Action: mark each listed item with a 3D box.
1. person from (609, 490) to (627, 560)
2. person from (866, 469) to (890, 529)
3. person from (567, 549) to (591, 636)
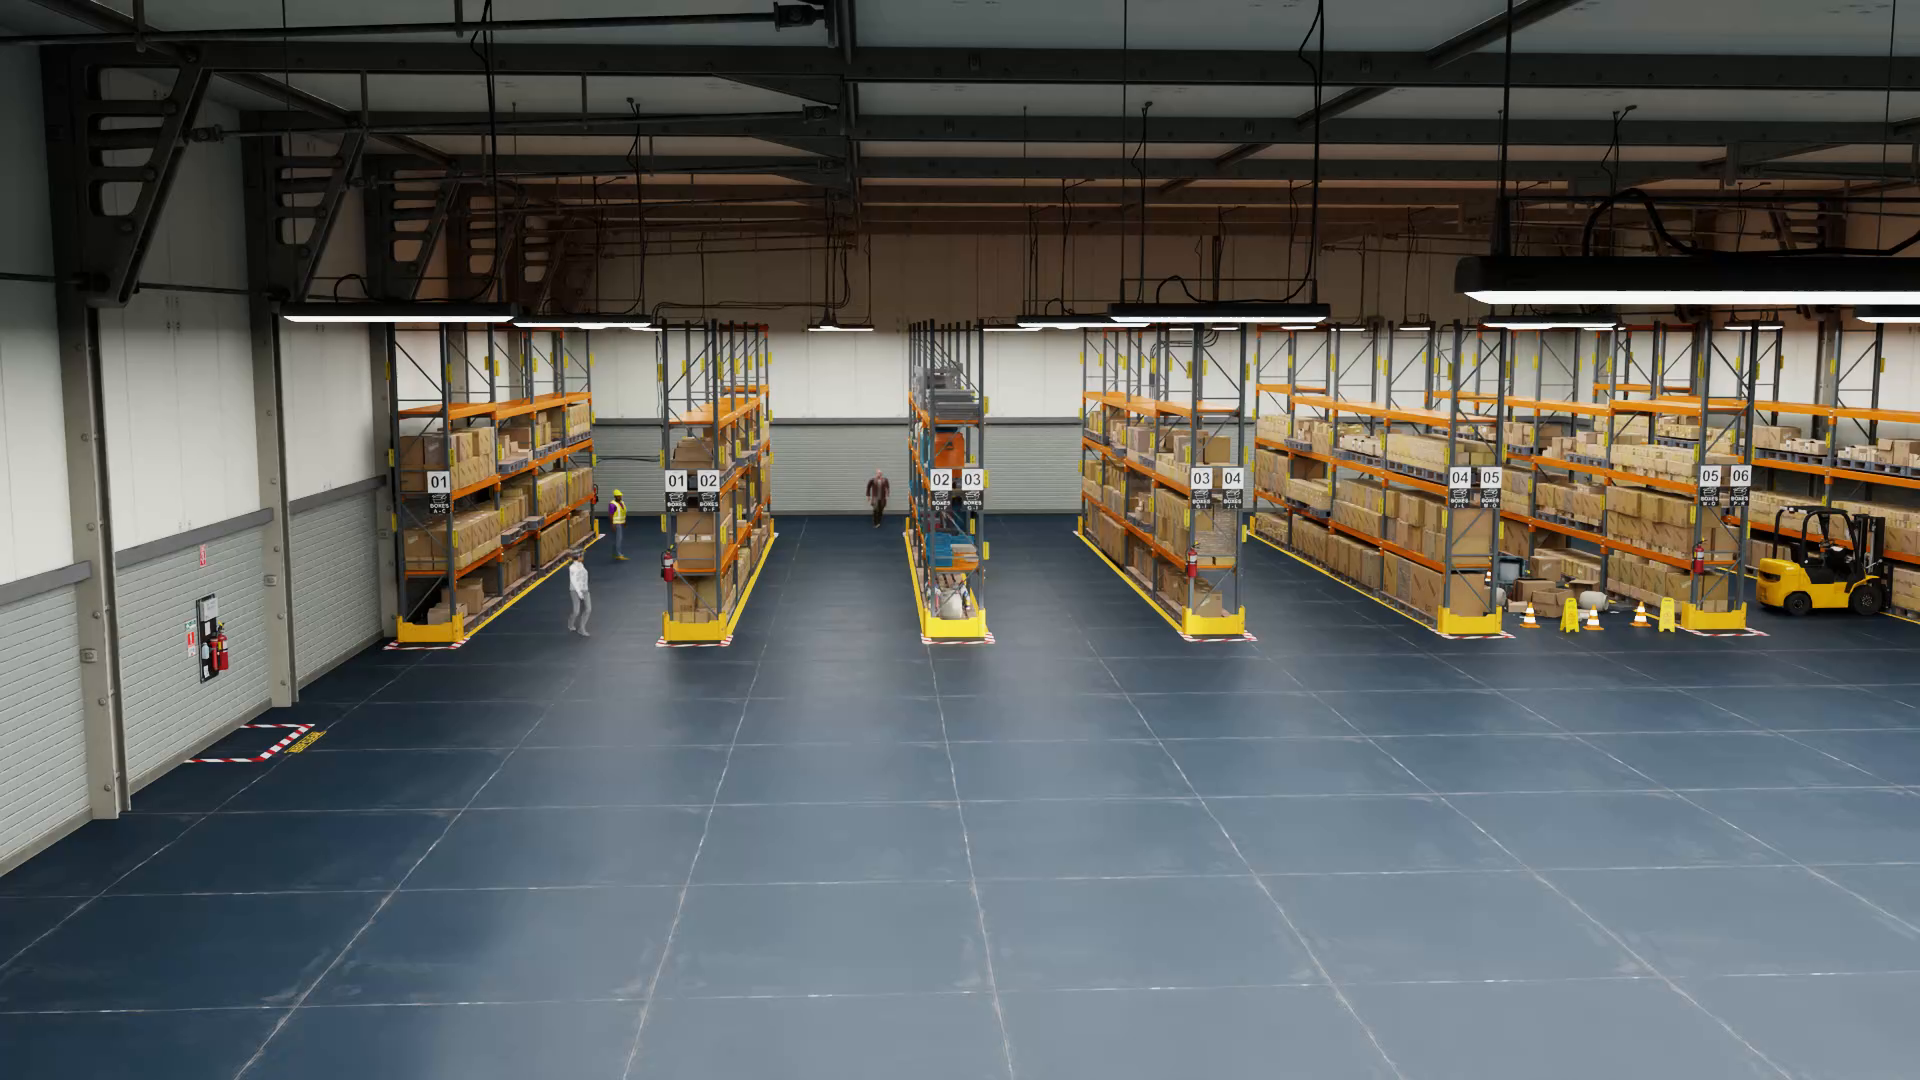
[{"bbox_3d":[-8.715,-0.405,42.557,0.453,1.775,0.590,1,7,6],"label":"person"},{"bbox_3d":[-2.434,-1.183,49.384,0.684,1.852,0.780,-1,7,-5],"label":"person"},{"bbox_3d":[-7.300,1.001,31.849,0.605,1.671,0.548,4,8,29],"label":"person"}]
